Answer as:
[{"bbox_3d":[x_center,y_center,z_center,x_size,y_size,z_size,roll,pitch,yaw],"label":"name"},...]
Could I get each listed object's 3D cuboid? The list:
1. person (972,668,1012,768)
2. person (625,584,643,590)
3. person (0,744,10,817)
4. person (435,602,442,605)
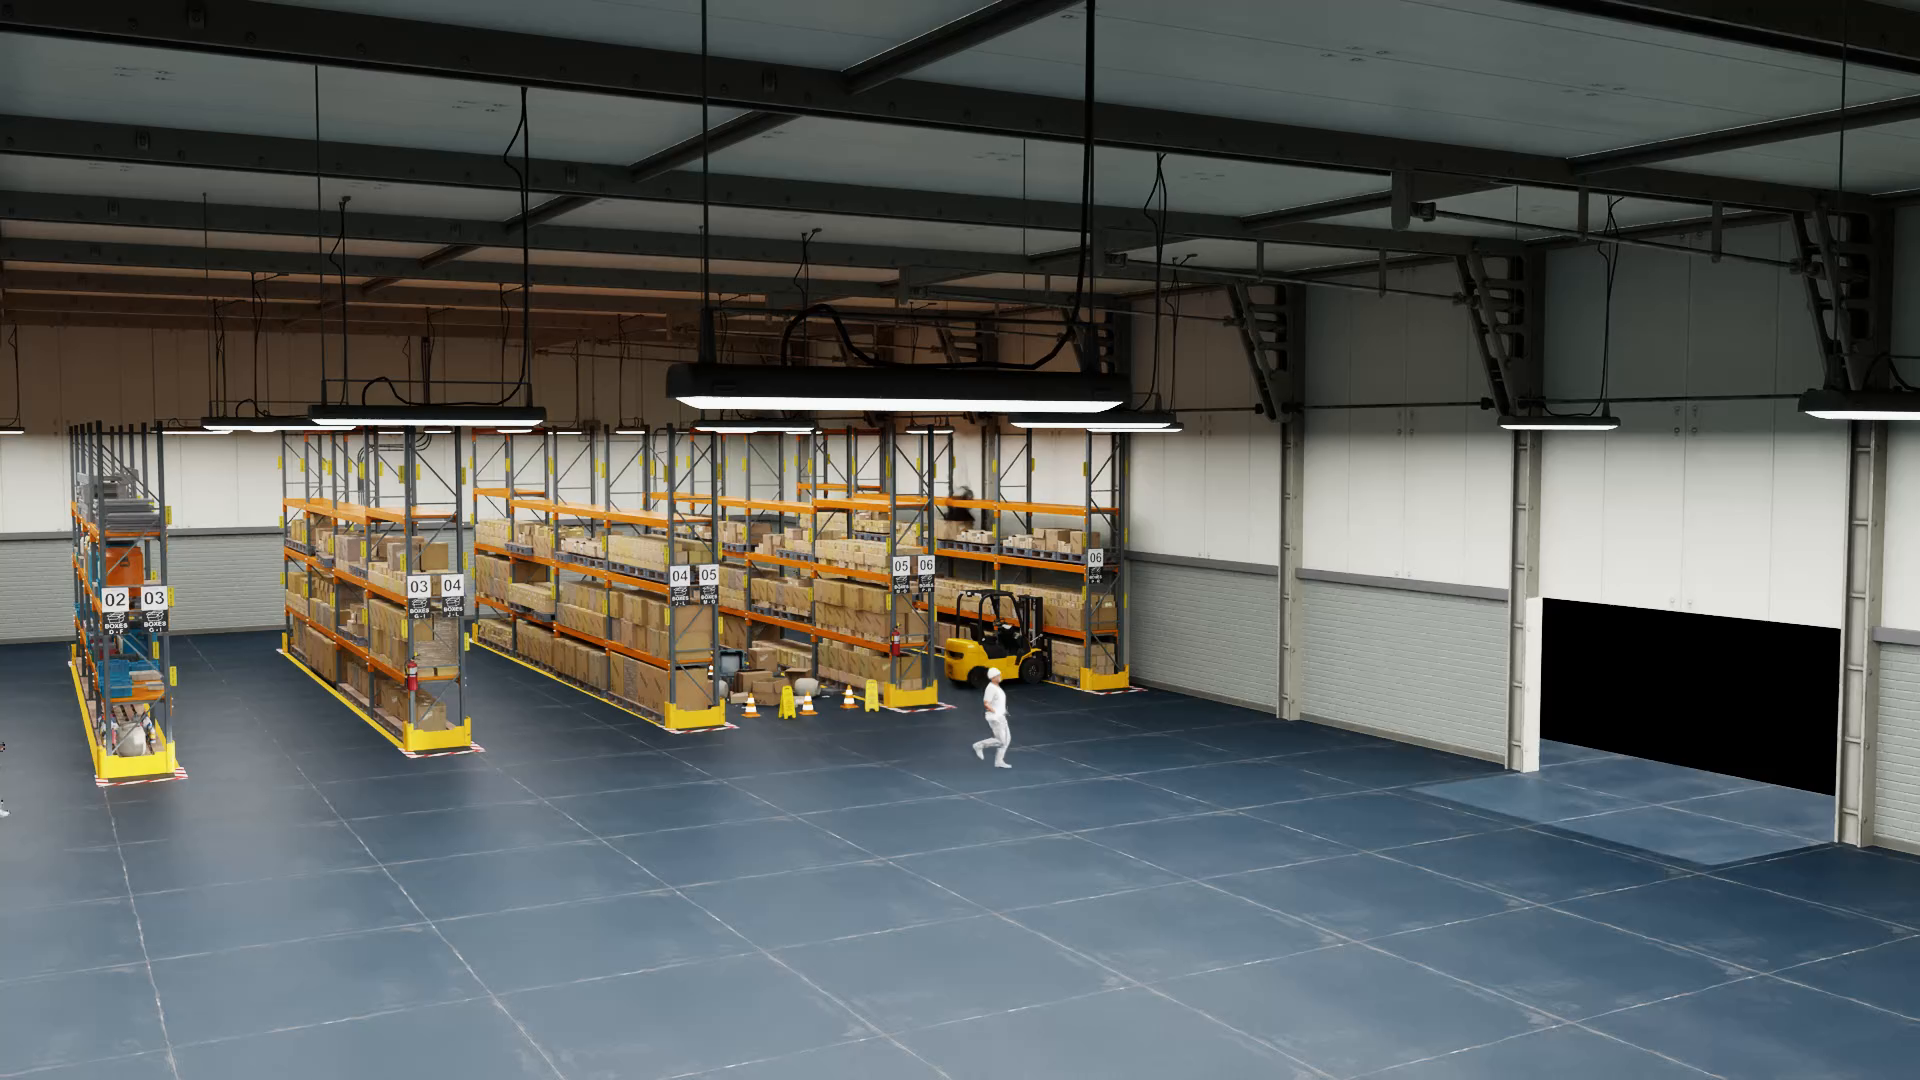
[{"bbox_3d":[0.569,3.081,28.821,0.679,1.746,0.688,1,4,10],"label":"person"},{"bbox_3d":[-9.881,1.796,50.163,0.736,1.747,0.563,-2,4,-34],"label":"person"},{"bbox_3d":[-14.762,3.343,25.041,0.805,1.672,0.570,0,4,-7],"label":"person"},{"bbox_3d":[-14.253,2.129,45.465,0.612,1.590,0.926,-1,4,-20],"label":"person"}]
